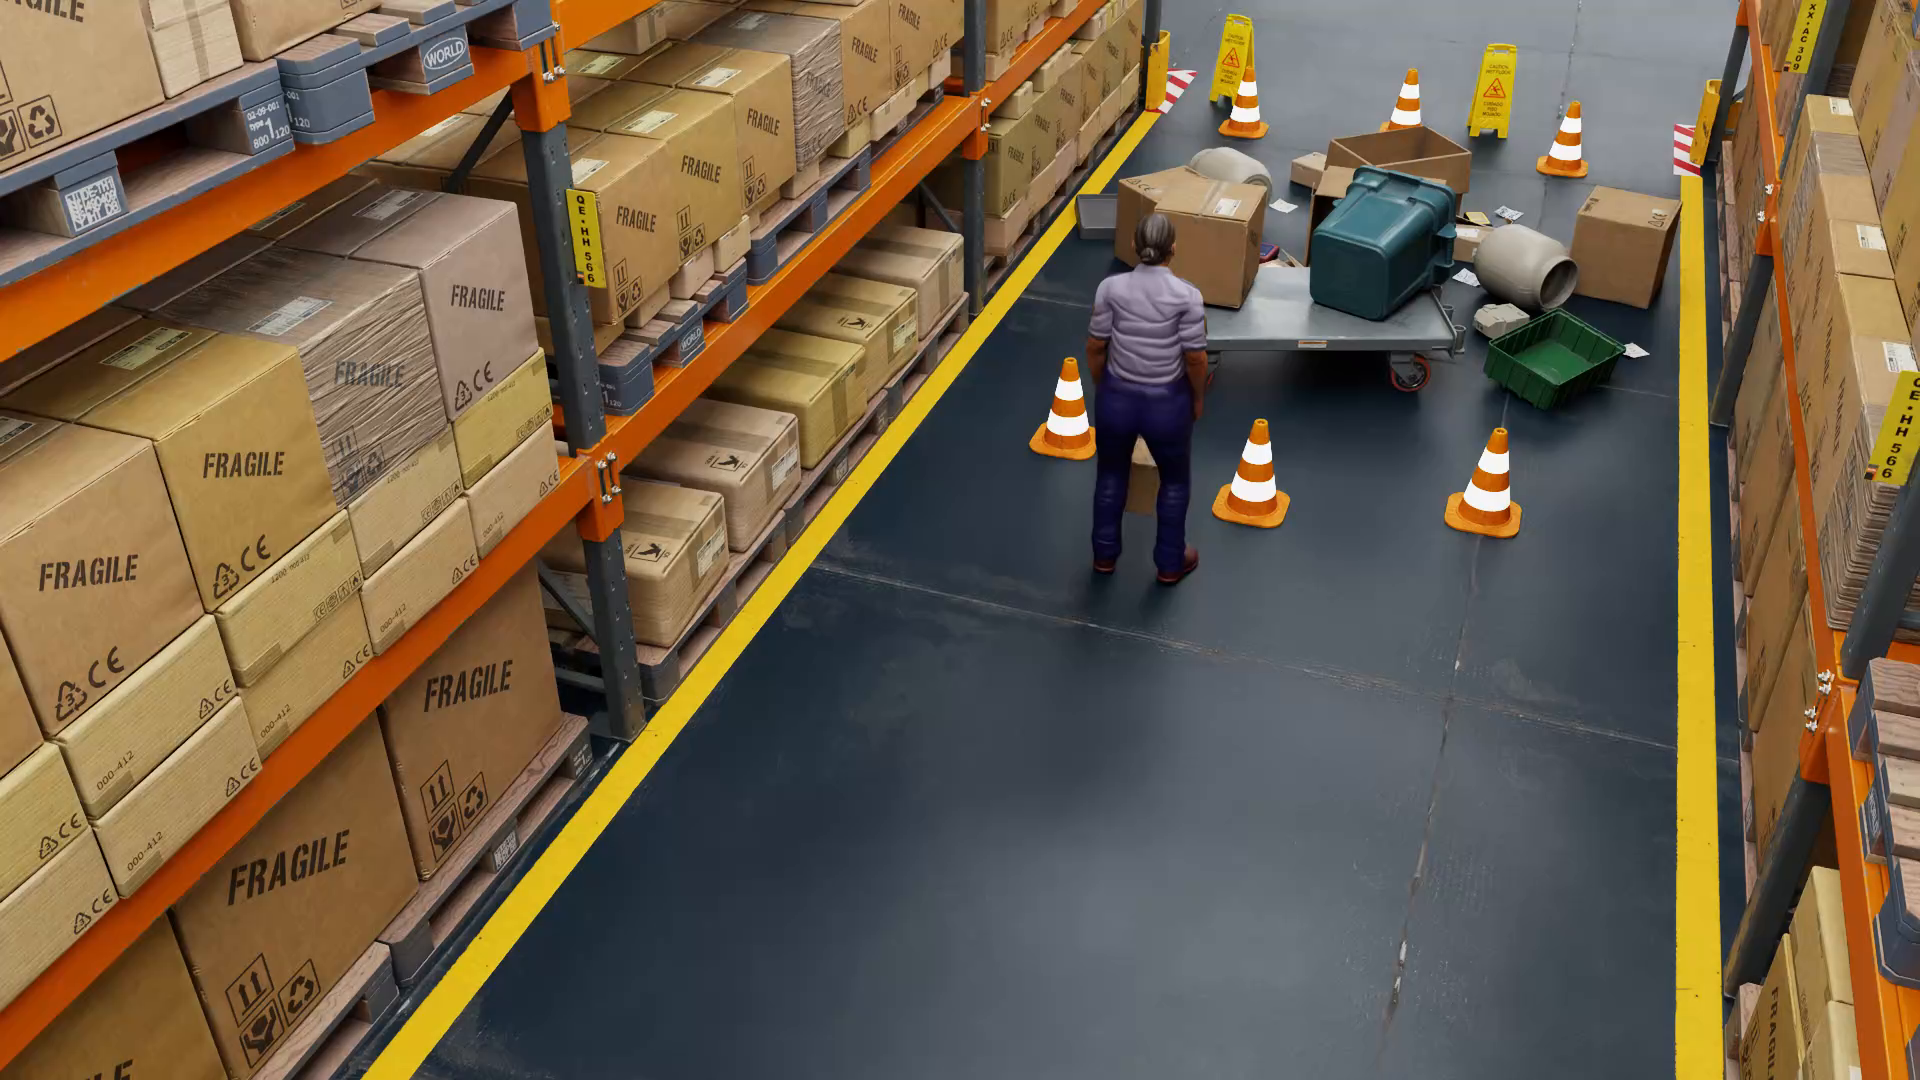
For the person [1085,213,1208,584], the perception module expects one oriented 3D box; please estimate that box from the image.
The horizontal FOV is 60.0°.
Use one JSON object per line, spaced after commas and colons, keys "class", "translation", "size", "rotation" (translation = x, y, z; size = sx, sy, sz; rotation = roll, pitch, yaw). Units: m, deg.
{"class": "person", "translation": [0.787, -0.572, 7.011], "size": [0.532, 1.654, 0.368], "rotation": [10, 35, 15]}
